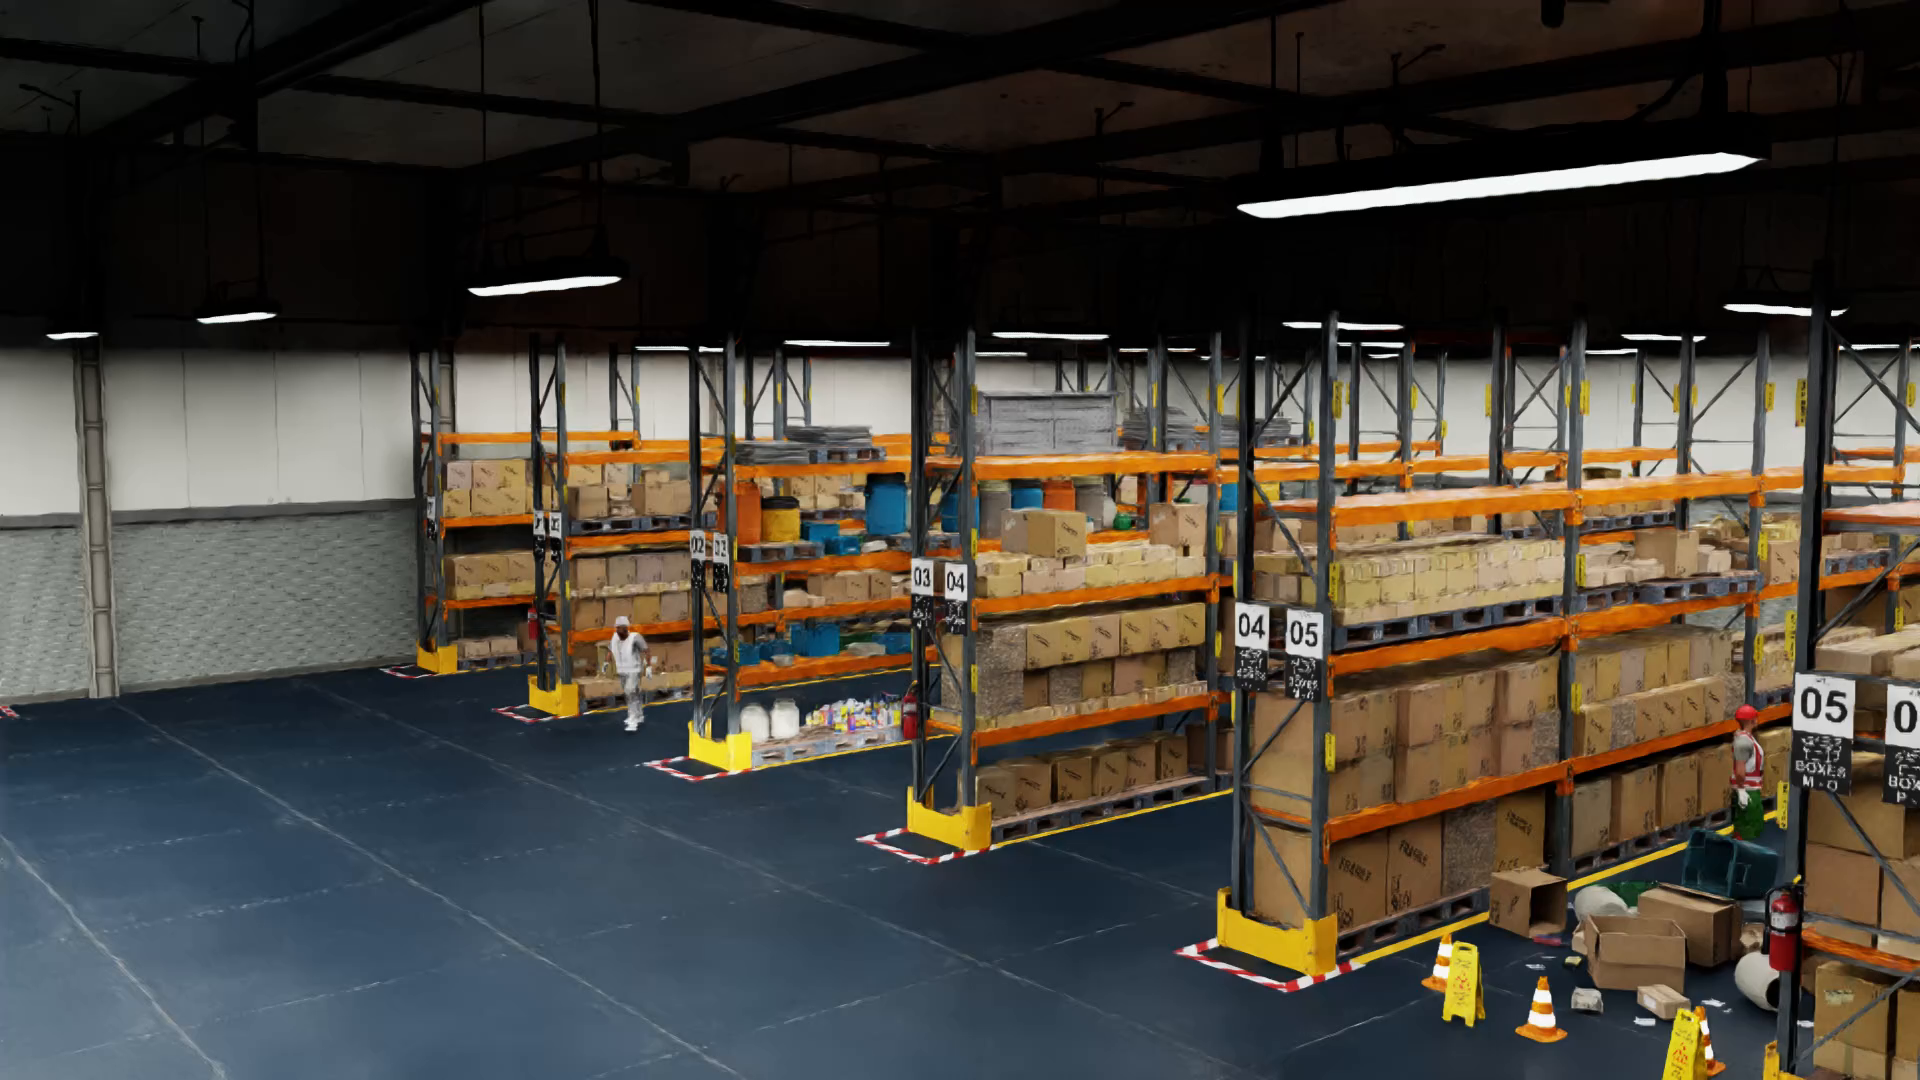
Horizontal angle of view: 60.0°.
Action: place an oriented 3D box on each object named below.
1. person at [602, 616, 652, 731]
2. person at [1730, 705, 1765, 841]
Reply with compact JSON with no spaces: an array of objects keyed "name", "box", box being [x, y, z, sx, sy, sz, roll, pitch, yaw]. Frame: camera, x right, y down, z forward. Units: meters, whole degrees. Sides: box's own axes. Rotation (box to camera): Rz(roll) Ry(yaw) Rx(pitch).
[{"name":"person","box":[-4.984,1.979,25.092,0.706,1.714,0.828,3,6,33]},{"name":"person","box":[8.311,2.642,17.640,0.444,1.786,0.598,3,6,27]}]
